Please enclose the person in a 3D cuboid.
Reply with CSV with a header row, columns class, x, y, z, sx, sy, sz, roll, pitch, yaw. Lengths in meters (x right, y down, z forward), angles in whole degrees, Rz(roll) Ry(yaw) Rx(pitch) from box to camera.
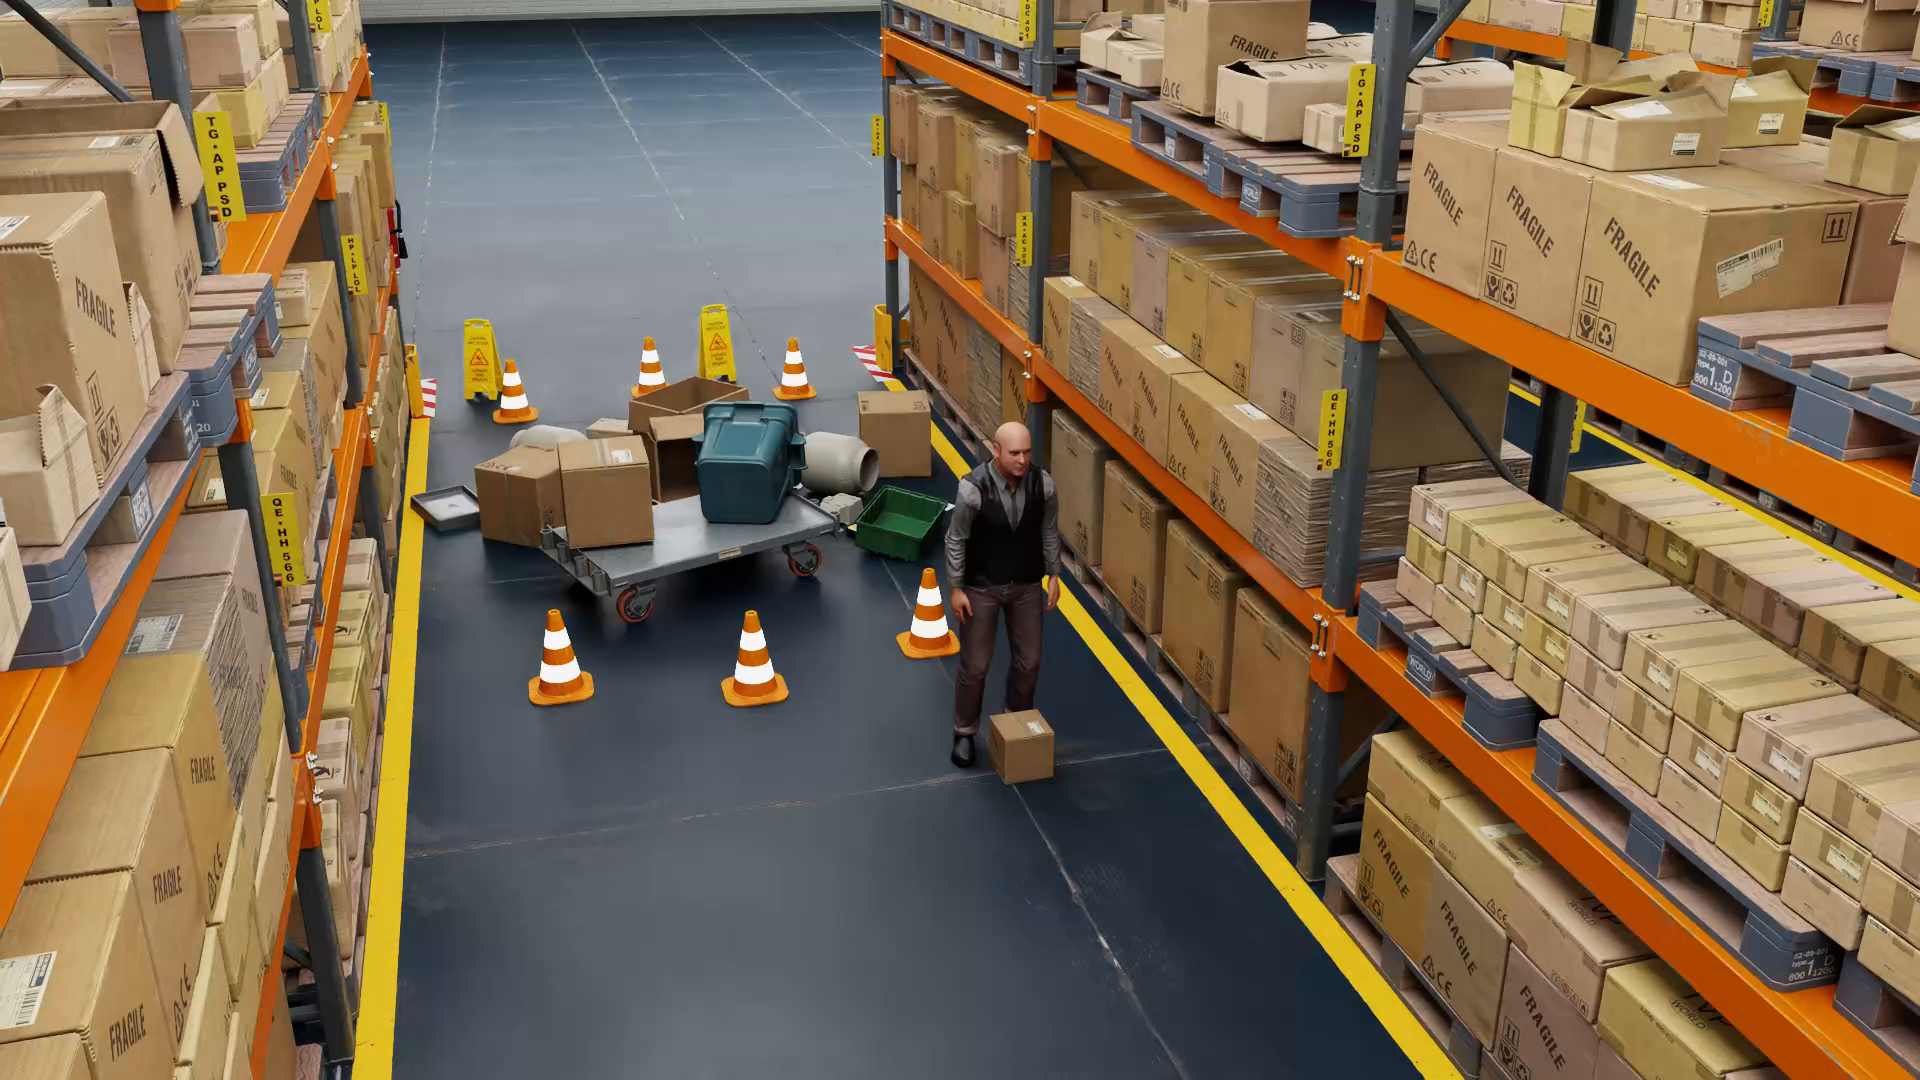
class,x,y,z,sx,sy,sz,roll,pitch,yaw
person,0.206,0.200,8.075,0.587,1.665,0.407,-7,24,-17
